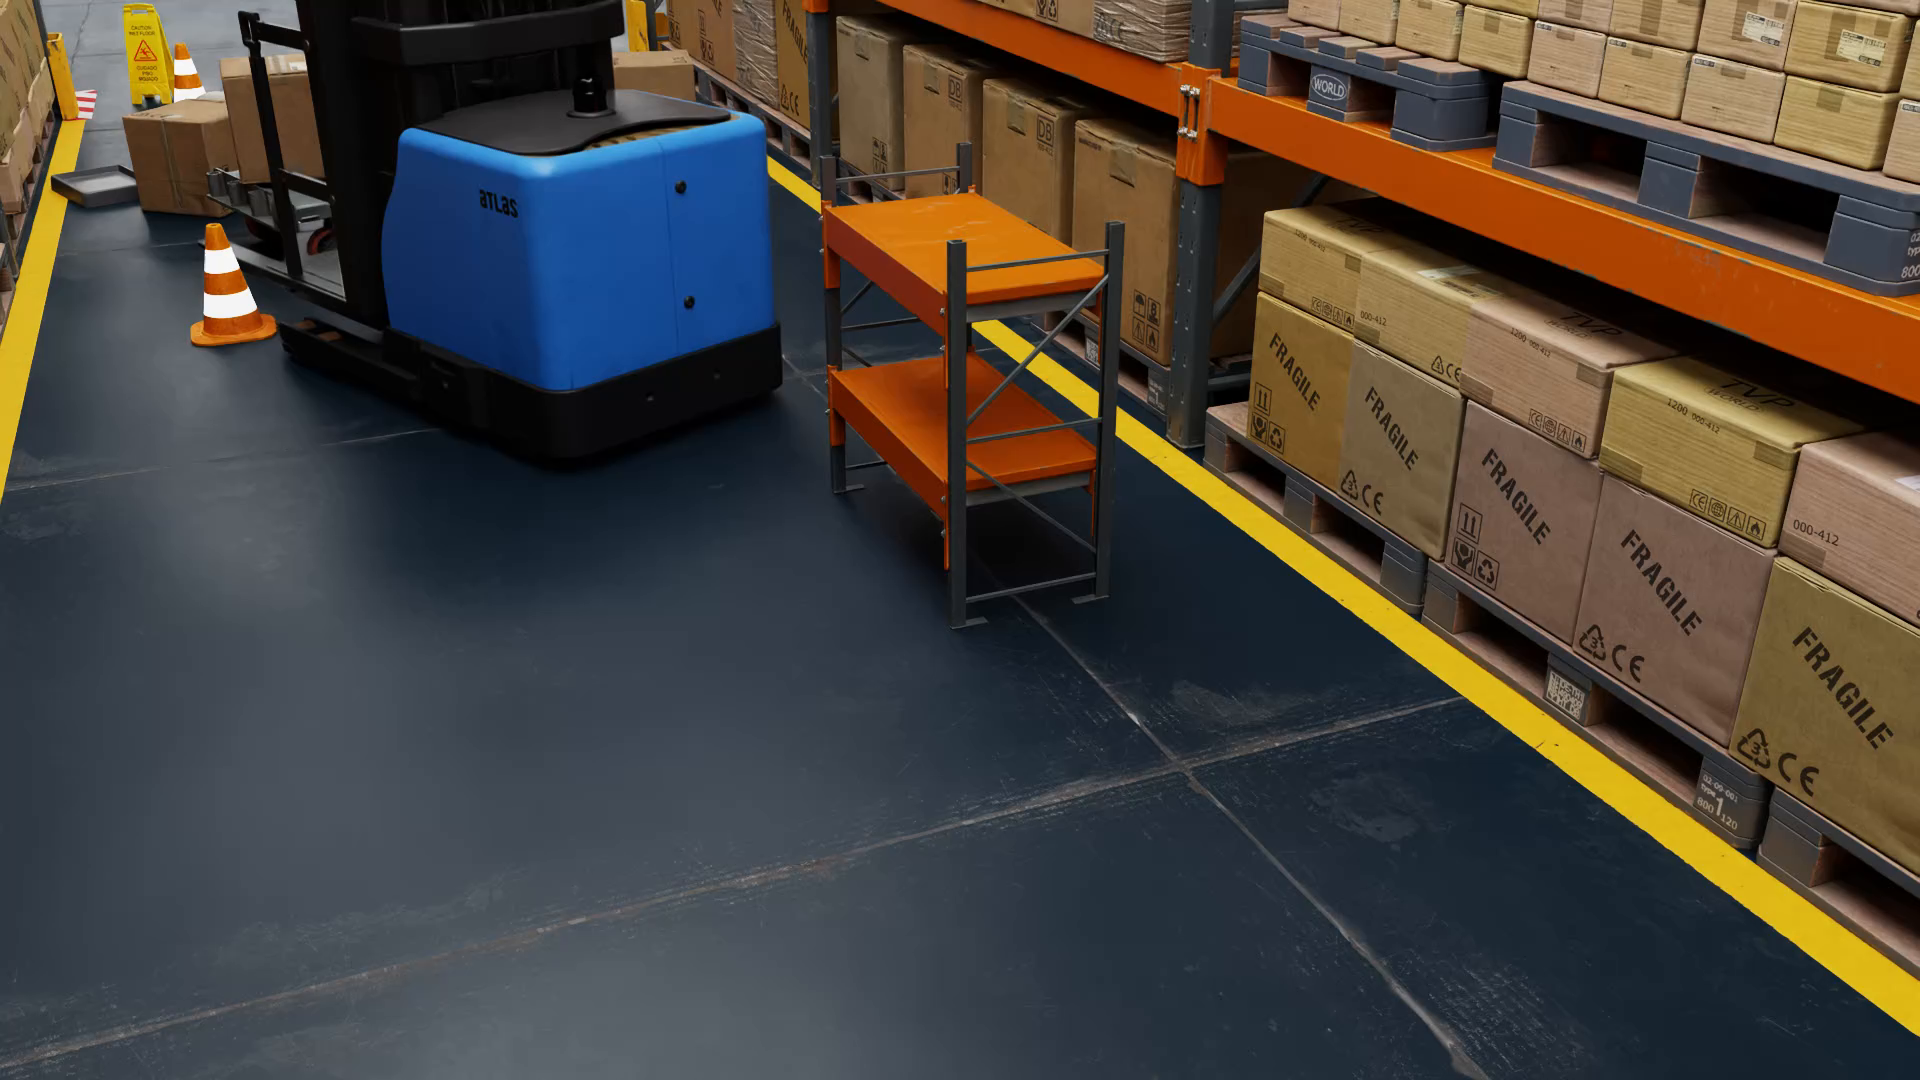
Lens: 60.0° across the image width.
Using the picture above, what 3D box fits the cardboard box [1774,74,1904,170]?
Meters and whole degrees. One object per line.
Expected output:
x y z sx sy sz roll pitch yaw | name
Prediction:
1.940 -0.883 3.447 0.380 0.149 0.250 -9 28 -18 | cardboard box

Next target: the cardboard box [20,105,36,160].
-5.270 -2.158 8.907 0.500 0.250 0.500 -11 28 -21 | cardboard box

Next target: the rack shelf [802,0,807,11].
-1.126 -3.869 10.575 1.077 0.370 4.000 -11 28 -21 | rack shelf

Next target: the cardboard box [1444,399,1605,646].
1.672 -0.097 4.401 0.500 0.500 0.500 -11 28 -22 | cardboard box

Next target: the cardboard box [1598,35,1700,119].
1.735 -1.095 3.883 0.380 0.149 0.250 -10 28 -20 | cardboard box

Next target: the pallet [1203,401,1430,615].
1.529 -0.201 5.421 1.003 0.211 1.213 -11 28 -21 | pallet

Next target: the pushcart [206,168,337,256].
-2.779 -1.727 8.357 1.648 0.377 0.936 -22 34 -38 | pushcart

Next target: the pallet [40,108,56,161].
-6.109 -2.490 10.110 1.003 0.211 1.213 -11 28 -21 | pallet

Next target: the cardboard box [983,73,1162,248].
0.723 -1.561 7.114 1.050 0.750 0.750 -10 28 -20 | cardboard box

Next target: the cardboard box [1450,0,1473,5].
1.444 -1.533 4.441 0.380 0.149 0.250 -11 28 -22 | cardboard box

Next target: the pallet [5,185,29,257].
-5.153 -1.505 8.093 1.003 0.211 1.213 -11 28 -21 | pallet

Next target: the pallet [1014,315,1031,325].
0.511 -1.340 7.754 1.003 0.211 1.213 -11 28 -21 | pallet

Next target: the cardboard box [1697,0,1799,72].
1.843 -1.122 3.598 0.380 0.149 0.250 -10 28 -19 | cardboard box

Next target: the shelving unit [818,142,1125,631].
0.003 -0.503 4.998 0.538 1.125 1.048 -11 28 -21 | shelving unit

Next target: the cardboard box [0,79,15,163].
-4.840 -2.068 7.867 0.500 0.500 0.500 -9 27 -18 | cardboard box

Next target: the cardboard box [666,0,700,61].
-1.583 -3.971 11.907 0.875 0.875 0.875 -10 28 -20 | cardboard box

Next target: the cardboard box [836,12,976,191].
-0.017 -2.327 8.683 1.050 0.750 0.750 -11 28 -21 | cardboard box

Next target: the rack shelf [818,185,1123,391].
0.003 -0.766 4.869 0.538 0.278 1.000 -11 28 -21 | rack shelf

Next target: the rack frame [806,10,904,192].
-0.342 -3.385 8.764 1.000 3.000 0.127 -11 28 -21 | rack frame

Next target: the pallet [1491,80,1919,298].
2.037 -0.892 3.876 1.003 0.211 1.213 -11 28 -21 | pallet

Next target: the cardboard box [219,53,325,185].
-3.231 -2.028 7.971 0.500 0.500 0.500 -11 28 -21 | cardboard box

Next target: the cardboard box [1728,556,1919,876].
2.068 0.317 3.553 0.500 0.500 0.500 -11 28 -22 | cardboard box

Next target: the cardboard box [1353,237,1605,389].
1.470 -0.648 4.673 0.500 0.250 0.500 -11 28 -21 | cardboard box

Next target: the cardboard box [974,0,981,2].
0.206 -2.560 6.961 0.500 0.500 0.500 -10 28 -20 | cardboard box

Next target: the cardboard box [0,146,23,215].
-4.840 -1.731 8.032 0.500 0.250 0.500 -12 28 -23 | cardboard box

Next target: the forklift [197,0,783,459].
-2.100 -2.127 6.266 3.031 2.935 1.130 22 33 37 | forklift

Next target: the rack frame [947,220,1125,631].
0.202 -0.298 4.577 0.500 1.125 0.032 -11 28 -21 | rack frame

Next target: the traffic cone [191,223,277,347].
-3.084 -1.093 6.962 0.336 0.463 0.334 -11 28 -21 | traffic cone

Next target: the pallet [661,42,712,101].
-1.524 -3.437 12.049 1.003 0.211 1.213 -11 28 -21 | pallet

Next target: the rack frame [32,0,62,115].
-6.424 -4.108 10.245 1.000 3.000 0.127 -11 28 -21 | rack frame

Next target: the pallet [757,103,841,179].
-0.568 -2.452 10.032 1.003 0.211 1.213 -11 28 -21 | pallet

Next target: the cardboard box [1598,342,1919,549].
1.857 -0.236 3.829 0.500 0.250 0.500 -12 28 -23 | cardboard box

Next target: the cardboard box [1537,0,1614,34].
1.640 -1.331 4.026 0.380 0.149 0.250 -11 28 -21 | cardboard box

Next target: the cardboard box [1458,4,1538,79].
1.532 -1.305 4.311 0.380 0.149 0.250 -9 28 -18 | cardboard box

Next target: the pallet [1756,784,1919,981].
2.484 0.784 3.404 1.003 0.211 1.213 -11 28 -21 | pallet

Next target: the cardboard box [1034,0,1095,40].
0.607 -2.152 6.125 0.500 0.500 0.500 -11 28 -21 | cardboard box

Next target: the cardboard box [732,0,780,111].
-0.881 -3.248 10.426 0.875 0.875 0.875 -10 28 -20 | cardboard box

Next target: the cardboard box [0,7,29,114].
-5.262 -2.492 8.735 0.500 0.500 0.500 -9 27 -18 | cardboard box

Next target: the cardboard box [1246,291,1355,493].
1.266 -0.506 5.238 0.500 0.500 0.500 -12 28 -23 | cardboard box

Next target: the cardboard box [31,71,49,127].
-5.664 -2.571 9.752 0.500 0.250 0.500 -10 28 -20 | cardboard box

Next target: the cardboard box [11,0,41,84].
-5.663 -2.910 9.591 0.500 0.500 0.500 -10 28 -19 | cardboard box

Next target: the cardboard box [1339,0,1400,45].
1.318 -1.522 4.756 0.380 0.149 0.250 -9 27 -18 | cardboard box

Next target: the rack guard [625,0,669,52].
-1.918 -3.886 12.639 1.175 0.500 0.348 -11 28 -21 | rack guard

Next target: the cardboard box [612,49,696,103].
-1.895 -2.713 10.234 0.500 0.500 0.500 -6 27 -12 | cardboard box

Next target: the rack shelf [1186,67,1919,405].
2.007 -0.639 3.960 1.077 0.370 4.000 -11 28 -21 | rack shelf

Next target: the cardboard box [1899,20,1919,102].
2.042 -0.913 3.170 0.380 0.149 0.250 -12 29 -23 | cardboard box
